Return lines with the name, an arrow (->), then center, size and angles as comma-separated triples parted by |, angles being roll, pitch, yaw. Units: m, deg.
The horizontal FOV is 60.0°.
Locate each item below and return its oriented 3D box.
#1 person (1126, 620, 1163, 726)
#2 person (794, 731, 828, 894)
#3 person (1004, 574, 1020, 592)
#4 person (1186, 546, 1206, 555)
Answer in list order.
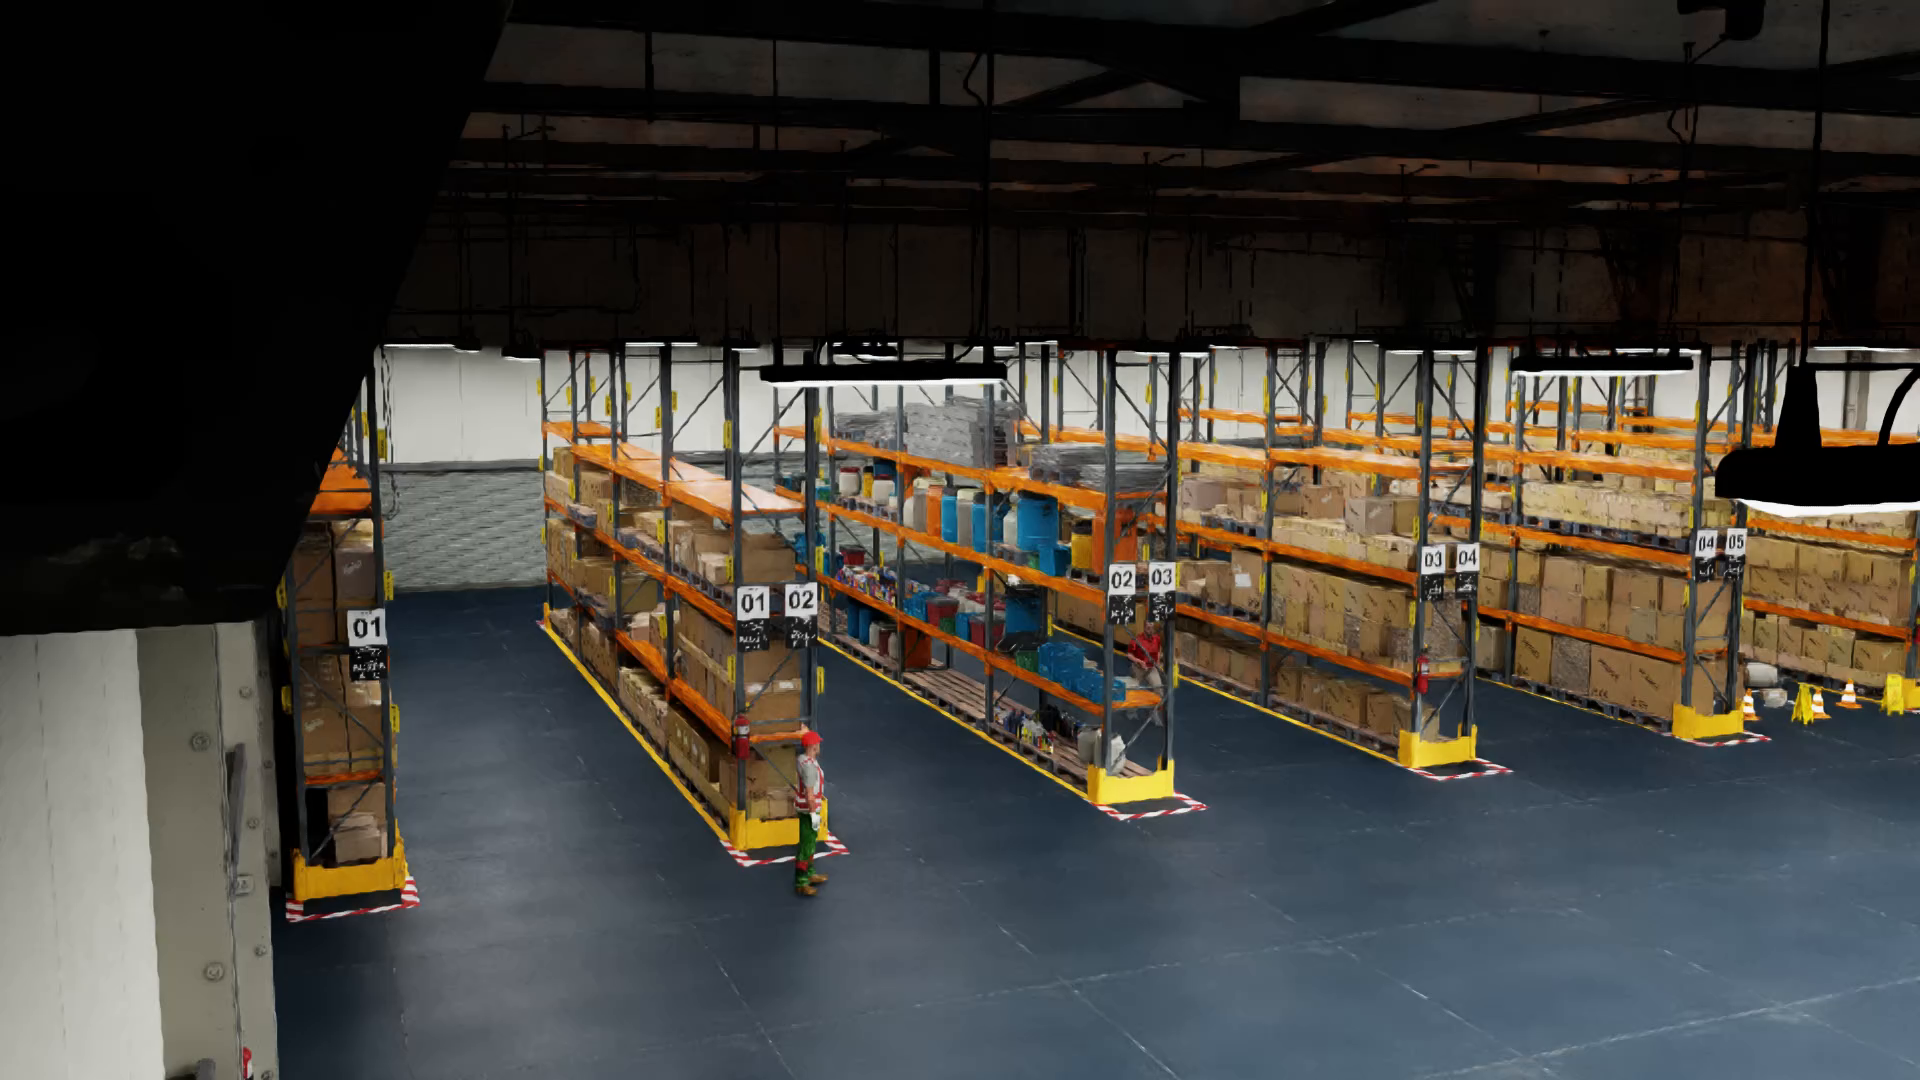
person -> 2.950, 2.078, 26.458 | 0.686, 1.663, 0.867 | -2, 8, -16
person -> -1.674, 3.014, 18.634 | 0.401, 1.787, 0.633 | -1, 8, -9
person -> 1.028, 1.228, 32.823 | 0.550, 1.663, 0.585 | 0, 7, 2
person -> 6.513, -0.473, 45.640 | 0.555, 1.769, 0.700 | 6, 10, 40
